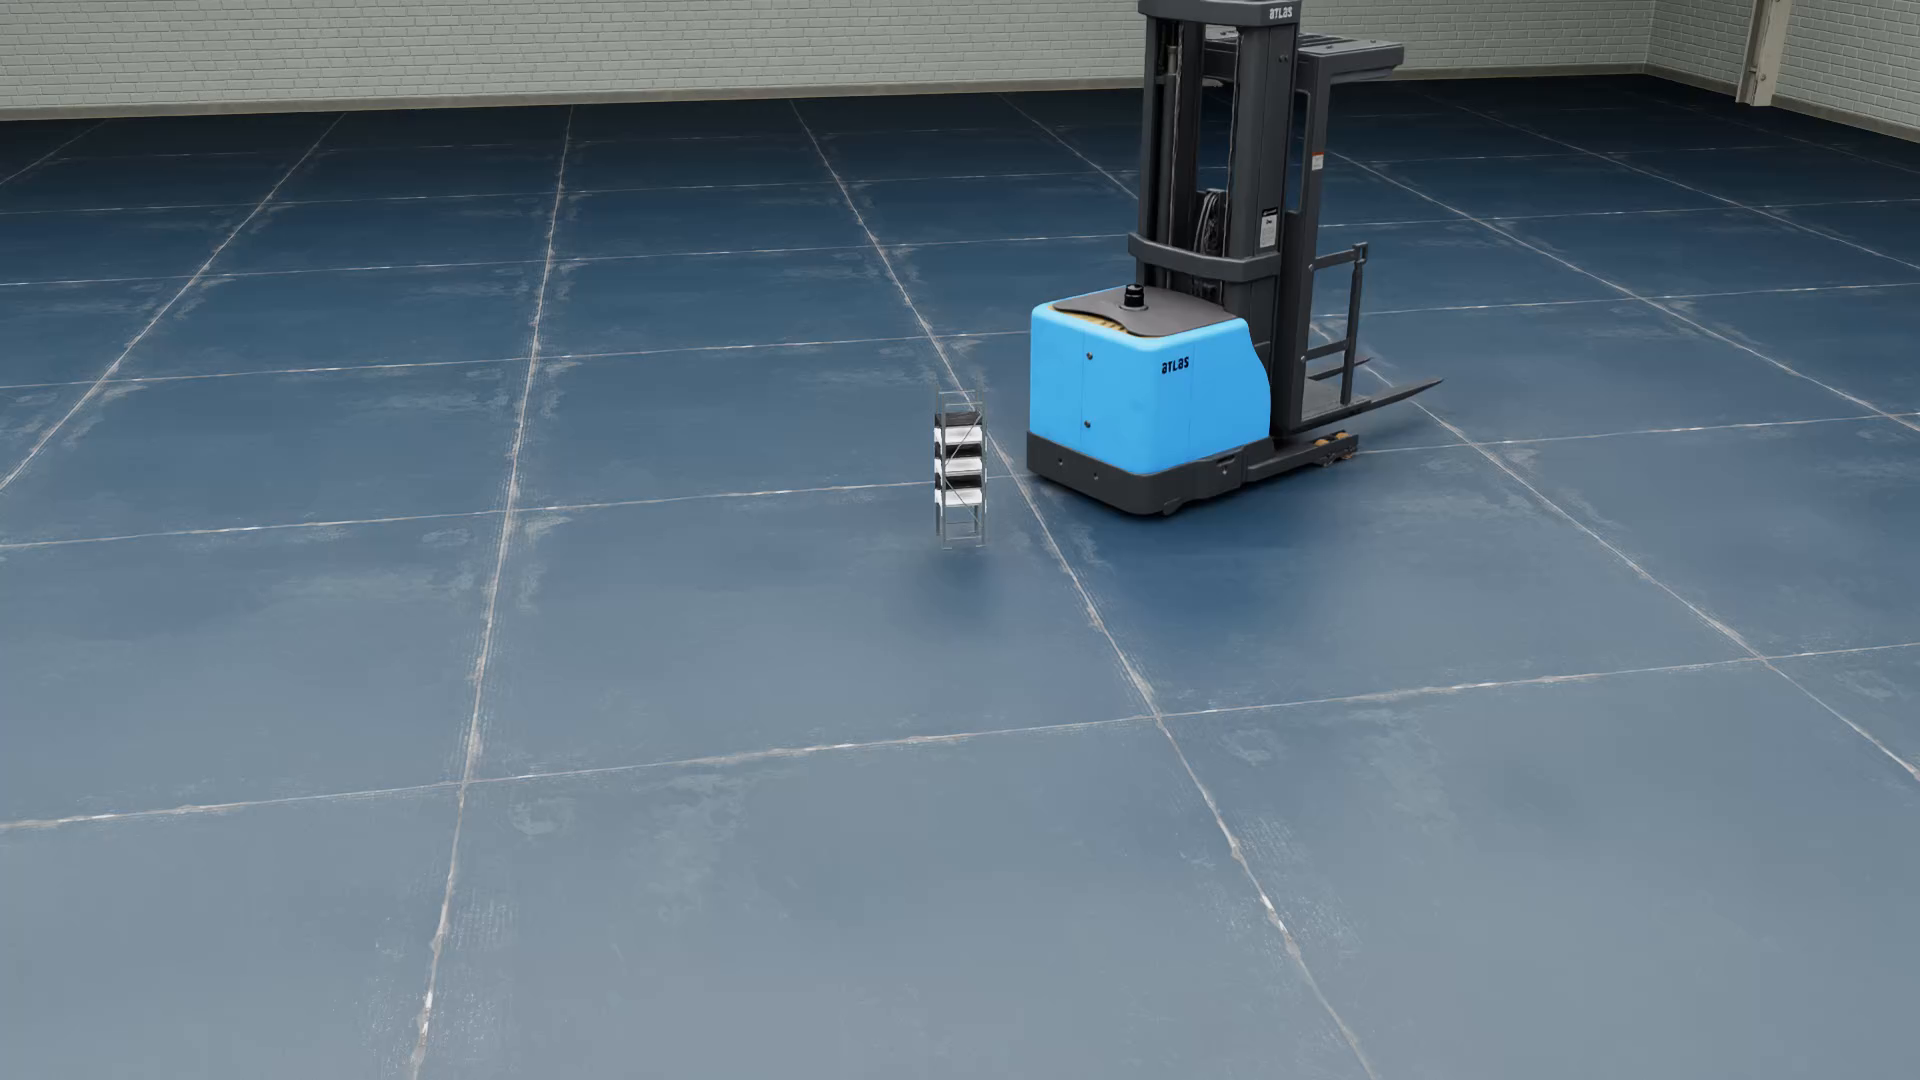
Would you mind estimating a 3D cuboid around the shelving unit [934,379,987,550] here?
[{"bbox_3d":[0.001,-0.409,9.063,0.258,0.900,0.210,-4,24,-10],"label":"shelving unit"}]

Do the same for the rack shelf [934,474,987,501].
[{"bbox_3d":[0.001,-0.296,9.112,0.258,0.077,0.200,-4,24,-10],"label":"rack shelf"}]

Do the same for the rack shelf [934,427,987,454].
[{"bbox_3d":[0.001,-0.544,9.004,0.258,0.077,0.200,-4,24,-10],"label":"rack shelf"}]

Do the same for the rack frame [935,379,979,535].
[{"bbox_3d":[-0.017,-0.449,9.154,0.240,0.900,0.006,-4,24,-10],"label":"rack frame"}]

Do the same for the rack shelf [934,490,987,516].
[{"bbox_3d":[0.001,-0.214,9.148,0.258,0.077,0.200,-4,24,-10],"label":"rack shelf"}]

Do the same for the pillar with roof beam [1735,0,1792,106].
[{"bbox_3d":[6.835,-9.892,20.655,9.100,9.000,0.400,-4,24,-10],"label":"pillar with roof beam"}]

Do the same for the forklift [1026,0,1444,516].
[{"bbox_3d":[1.867,-1.945,10.042,3.031,2.935,1.130,-18,29,-35],"label":"forklift"}]

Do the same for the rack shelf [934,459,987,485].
[{"bbox_3d":[0.001,-0.379,9.076,0.258,0.077,0.200,-4,24,-10],"label":"rack shelf"}]

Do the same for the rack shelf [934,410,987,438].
[{"bbox_3d":[0.001,-0.626,8.968,0.258,0.077,0.200,-4,24,-10],"label":"rack shelf"}]

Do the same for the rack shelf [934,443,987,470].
[{"bbox_3d":[0.001,-0.461,9.040,0.258,0.077,0.200,-4,24,-10],"label":"rack shelf"}]

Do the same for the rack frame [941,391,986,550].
[{"bbox_3d":[0.020,-0.369,8.971,0.240,0.900,0.006,-4,24,-10],"label":"rack frame"}]
